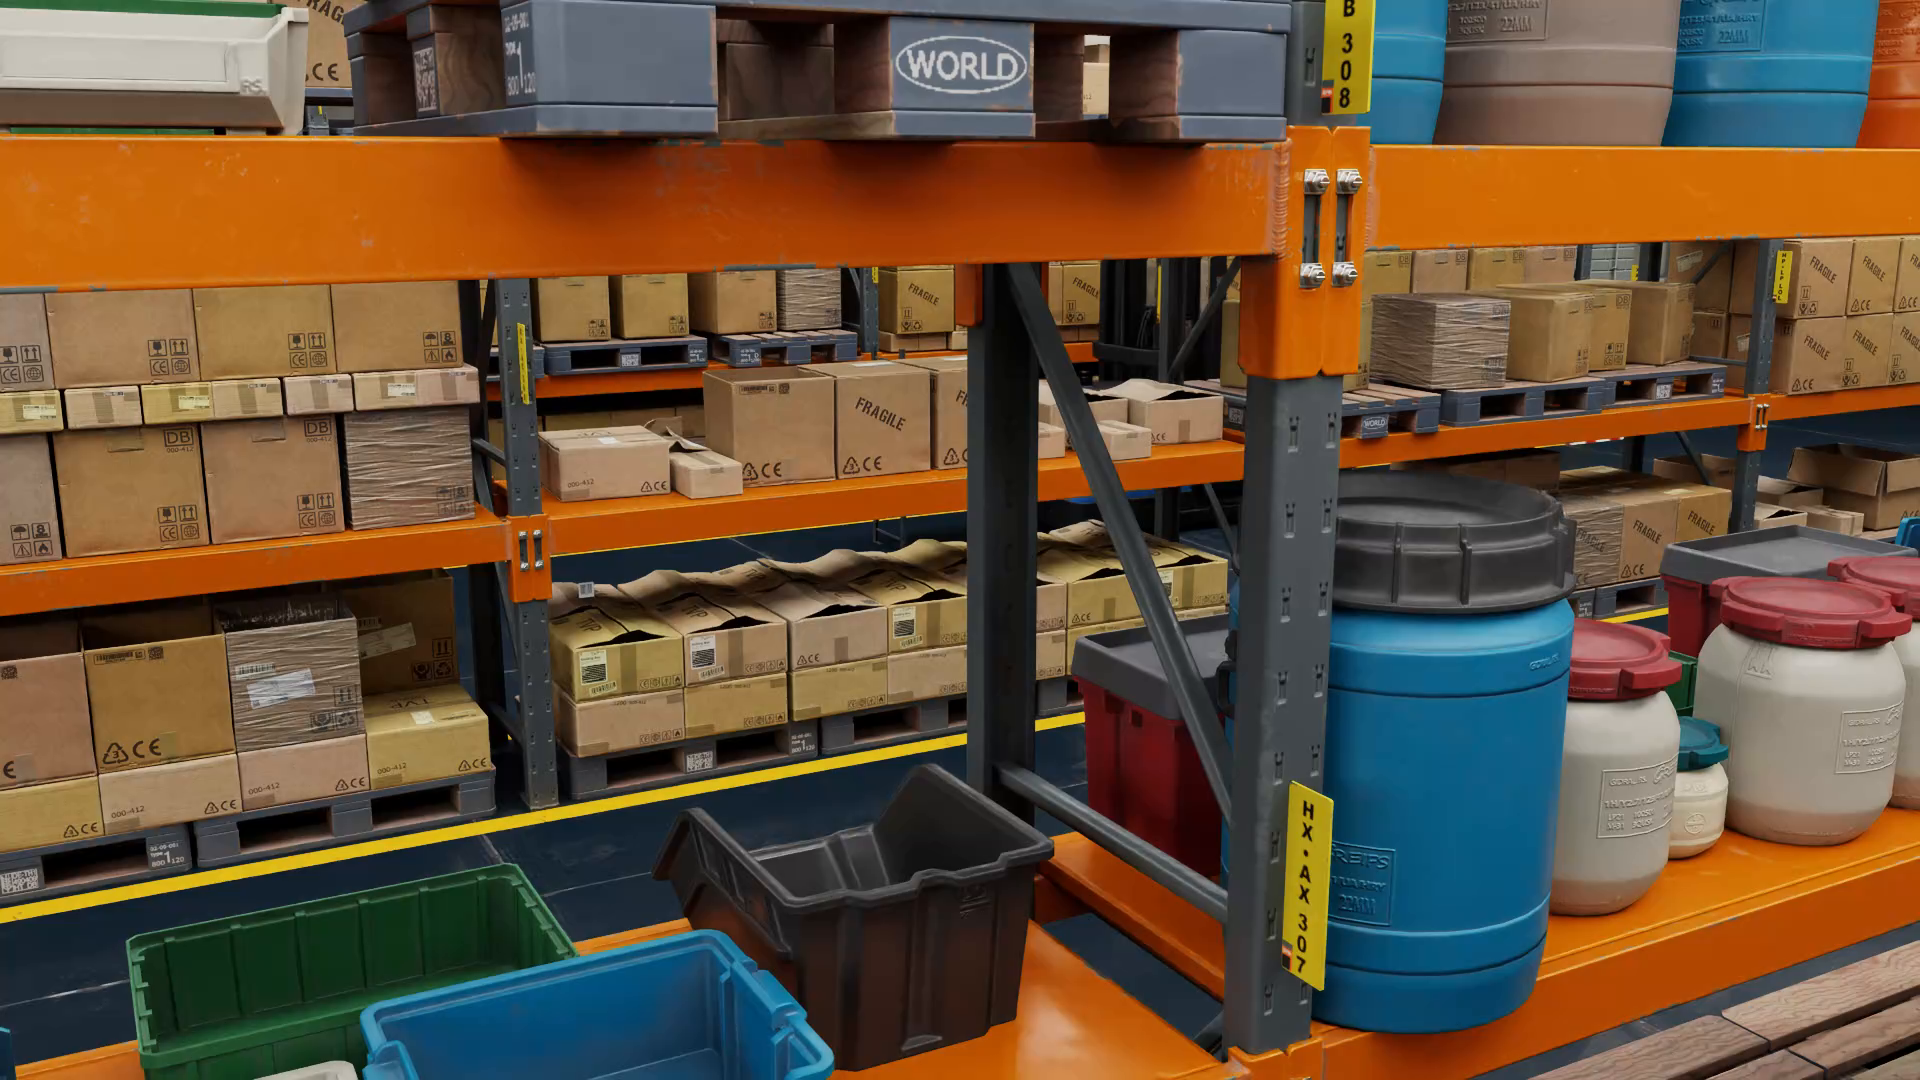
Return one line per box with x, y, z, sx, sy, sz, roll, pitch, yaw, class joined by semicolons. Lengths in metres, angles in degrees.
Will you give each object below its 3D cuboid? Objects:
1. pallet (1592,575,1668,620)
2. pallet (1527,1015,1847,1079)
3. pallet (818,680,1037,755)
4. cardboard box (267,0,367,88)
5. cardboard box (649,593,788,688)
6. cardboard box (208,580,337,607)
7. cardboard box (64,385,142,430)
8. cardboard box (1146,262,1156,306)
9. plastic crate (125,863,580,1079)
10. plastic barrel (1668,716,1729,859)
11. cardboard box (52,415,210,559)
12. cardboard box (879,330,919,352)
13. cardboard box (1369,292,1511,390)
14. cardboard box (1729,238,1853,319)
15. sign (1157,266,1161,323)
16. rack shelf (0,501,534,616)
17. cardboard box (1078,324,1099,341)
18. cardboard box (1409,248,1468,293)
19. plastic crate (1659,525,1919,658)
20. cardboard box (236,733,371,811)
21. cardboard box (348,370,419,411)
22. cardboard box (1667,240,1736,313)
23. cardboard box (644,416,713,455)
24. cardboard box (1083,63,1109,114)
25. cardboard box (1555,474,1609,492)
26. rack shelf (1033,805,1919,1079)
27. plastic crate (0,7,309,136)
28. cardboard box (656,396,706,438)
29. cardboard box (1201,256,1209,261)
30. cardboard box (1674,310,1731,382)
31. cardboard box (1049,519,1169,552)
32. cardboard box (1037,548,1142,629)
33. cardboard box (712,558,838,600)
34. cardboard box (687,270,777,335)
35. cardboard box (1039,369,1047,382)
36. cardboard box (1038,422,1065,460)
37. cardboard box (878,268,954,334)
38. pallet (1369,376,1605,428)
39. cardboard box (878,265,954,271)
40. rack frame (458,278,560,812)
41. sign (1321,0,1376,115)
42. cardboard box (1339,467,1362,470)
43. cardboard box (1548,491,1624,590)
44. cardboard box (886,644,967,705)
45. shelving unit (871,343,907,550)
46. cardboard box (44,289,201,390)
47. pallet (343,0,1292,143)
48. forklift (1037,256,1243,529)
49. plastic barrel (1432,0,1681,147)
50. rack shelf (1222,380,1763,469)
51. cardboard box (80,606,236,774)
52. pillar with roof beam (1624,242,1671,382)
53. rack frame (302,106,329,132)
4.260;0.241;11.059;1.213;0.211;1.003;-7;14;-28;pallet
2.047;1.725;4.463;1.213;0.211;1.003;-7;14;-28;pallet
-0.366;0.775;8.684;1.213;0.211;1.003;-7;14;-28;pallet
-2.635;-2.154;7.014;0.500;0.500;0.500;-6;14;-23;cardboard box
-1.142;0.445;7.829;0.500;0.311;0.500;-7;14;-29;cardboard box
-3.058;0.442;7.410;0.500;0.500;0.500;-7;14;-28;cardboard box
-3.317;-0.533;6.440;0.250;0.149;0.380;-6;14;-26;cardboard box
1.406;-2.167;14.453;0.500;0.500;0.500;-7;14;-28;cardboard box
-1.023;0.776;2.812;0.662;0.188;0.450;-7;14;-28;plastic crate
1.539;0.542;3.685;0.301;0.262;0.301;0;13;0;plastic barrel
-3.355;-0.263;6.718;0.500;0.500;0.700;-7;14;-27;cardboard box
-0.532;-1.623;13.516;0.250;0.149;0.380;-7;14;-29;cardboard box
2.838;-1.193;9.893;0.500;0.500;0.700;-4;13;-17;cardboard box
5.504;-1.744;11.024;0.500;0.500;0.500;-6;14;-26;cardboard box
1.176;-1.422;9.637;0.005;0.325;0.100;-7;14;-28;sign
-3.822;0.190;6.569;4.000;0.370;1.077;-7;14;-28;rack shelf
1.043;-1.813;14.359;0.250;0.149;0.380;-6;14;-26;cardboard box
4.340;-2.521;16.297;0.700;0.700;0.980;-8;15;-31;cardboard box
2.250;0.243;4.551;0.583;0.464;0.402;-7;14;-28;plastic crate
-2.812;0.907;7.052;0.500;0.250;0.500;-7;14;-28;cardboard box
-2.420;-0.641;6.919;0.250;0.149;0.380;-7;15;-29;cardboard box
5.275;-1.852;11.502;0.500;0.500;0.500;-7;14;-28;cardboard box
-1.382;-0.433;8.008;0.258;0.266;0.396;-7;15;-29;cardboard box
0.622;-2.270;8.415;0.500;0.250;0.500;-6;14;-26;cardboard box
3.951;-0.145;11.115;0.500;0.500;0.500;-7;14;-27;cardboard box
2.059;0.725;4.196;4.000;0.370;1.077;-7;14;-28;rack shelf
-0.911;-0.504;1.785;0.396;0.136;0.243;-7;14;-28;plastic crate
-2.069;-0.973;13.085;0.500;0.250;0.500;-7;14;-27;cardboard box
1.838;-2.586;14.609;0.500;0.250;0.500;-6;14;-27;cardboard box
5.271;-1.363;11.607;0.500;0.500;0.500;-7;14;-27;cardboard box
0.844;0.070;9.496;0.500;0.311;0.500;-6;14;-26;cardboard box
0.650;0.230;8.785;0.500;0.311;0.500;-7;14;-29;cardboard box
-0.955;0.286;8.534;0.500;0.311;0.500;-7;14;-28;cardboard box
-1.817;-1.894;12.963;0.500;0.500;0.700;-8;15;-33;cardboard box
0.548;-1.045;14.361;0.750;0.750;0.750;-7;14;-28;cardboard box
0.352;-0.524;8.678;0.250;0.149;0.380;-6;14;-24;cardboard box
-0.383;-1.951;13.497;0.500;0.500;0.500;-6;14;-26;cardboard box
3.149;-0.904;10.229;1.213;0.211;1.003;-7;14;-28;pallet
-0.385;-2.317;13.412;0.500;0.250;0.500;-6;14;-27;cardboard box
-2.066;-0.371;7.425;0.127;3.000;1.000;-7;14;-28;rack frame
0.558;-0.777;2.375;0.005;0.325;0.100;-7;14;-28;sign
2.201;-0.303;10.107;0.500;0.250;0.500;-6;14;-26;cardboard box
3.782;0.003;10.457;0.500;0.500;0.500;-7;14;-27;cardboard box
-0.244;0.609;8.377;0.500;0.250;0.500;-7;14;-27;cardboard box
-0.075;-0.723;12.405;1.048;1.500;0.538;-7;14;-28;shelving unit
-3.335;-0.899;6.588;0.500;0.500;0.700;-7;14;-28;cardboard box
-0.283;-0.692;2.452;1.003;0.211;1.213;-7;14;-28;pallet
1.926;-1.654;13.285;3.031;2.935;1.130;-7;15;-29;forklift
1.220;-1.288;3.527;0.600;0.901;0.600;0;13;0;plastic barrel
3.200;-0.651;10.309;4.000;0.370;1.077;-7;14;-28;rack shelf
-3.250;0.594;6.734;0.500;0.500;0.500;-7;14;-28;cardboard box
10.108;-5.135;14.933;0.400;9.000;9.100;-7;14;-28;pillar with roof beam
-4.443;-4.252;11.007;0.127;3.000;1.000;-7;14;-28;rack frame
